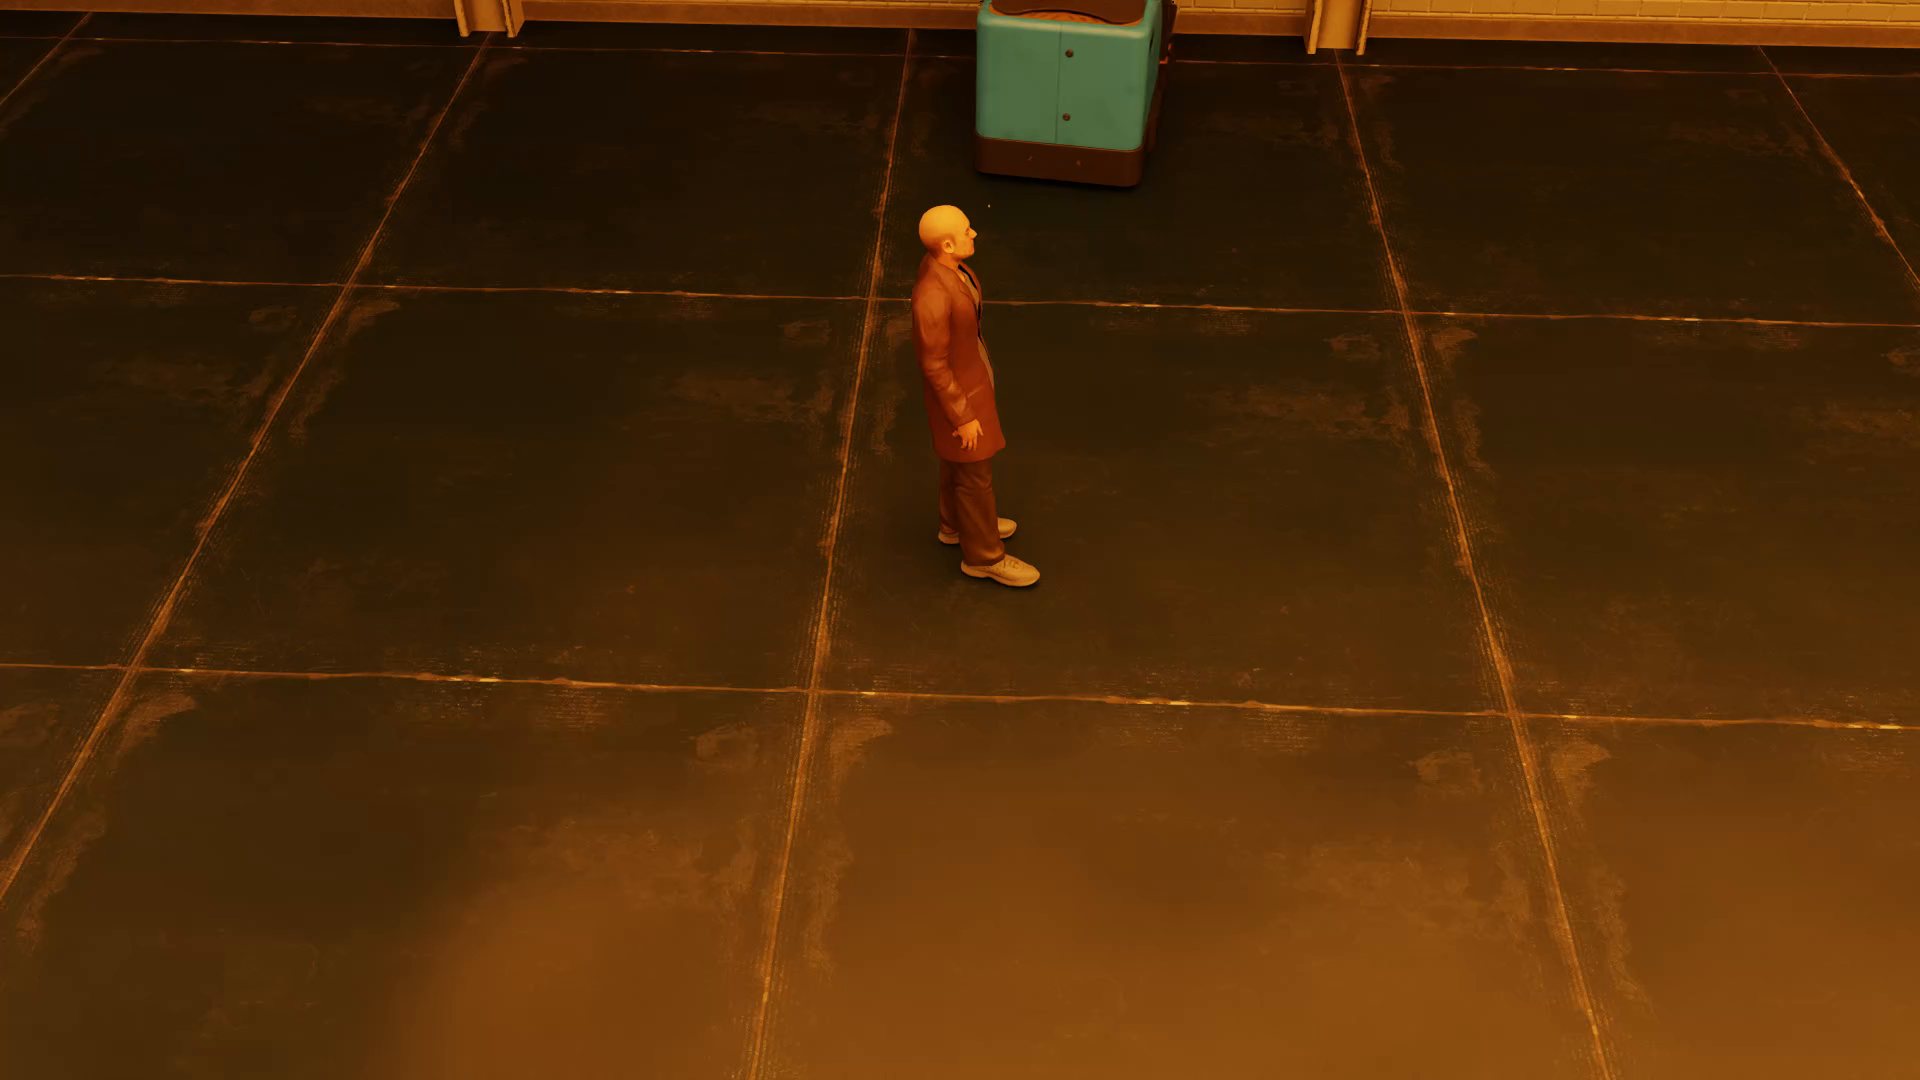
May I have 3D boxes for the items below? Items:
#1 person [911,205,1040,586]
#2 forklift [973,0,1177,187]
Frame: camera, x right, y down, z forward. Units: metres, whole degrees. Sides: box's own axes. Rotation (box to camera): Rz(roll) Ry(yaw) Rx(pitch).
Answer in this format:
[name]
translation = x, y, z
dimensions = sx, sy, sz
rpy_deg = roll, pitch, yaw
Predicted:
[person]
translation = 0.092, -0.656, 7.306
dimensions = 0.579, 1.777, 0.698
rpy_deg = 2, 42, 2
[forklift]
translation = 0.869, -4.248, 10.395
dimensions = 1.130, 2.935, 3.031
rpy_deg = 7, 43, 8
